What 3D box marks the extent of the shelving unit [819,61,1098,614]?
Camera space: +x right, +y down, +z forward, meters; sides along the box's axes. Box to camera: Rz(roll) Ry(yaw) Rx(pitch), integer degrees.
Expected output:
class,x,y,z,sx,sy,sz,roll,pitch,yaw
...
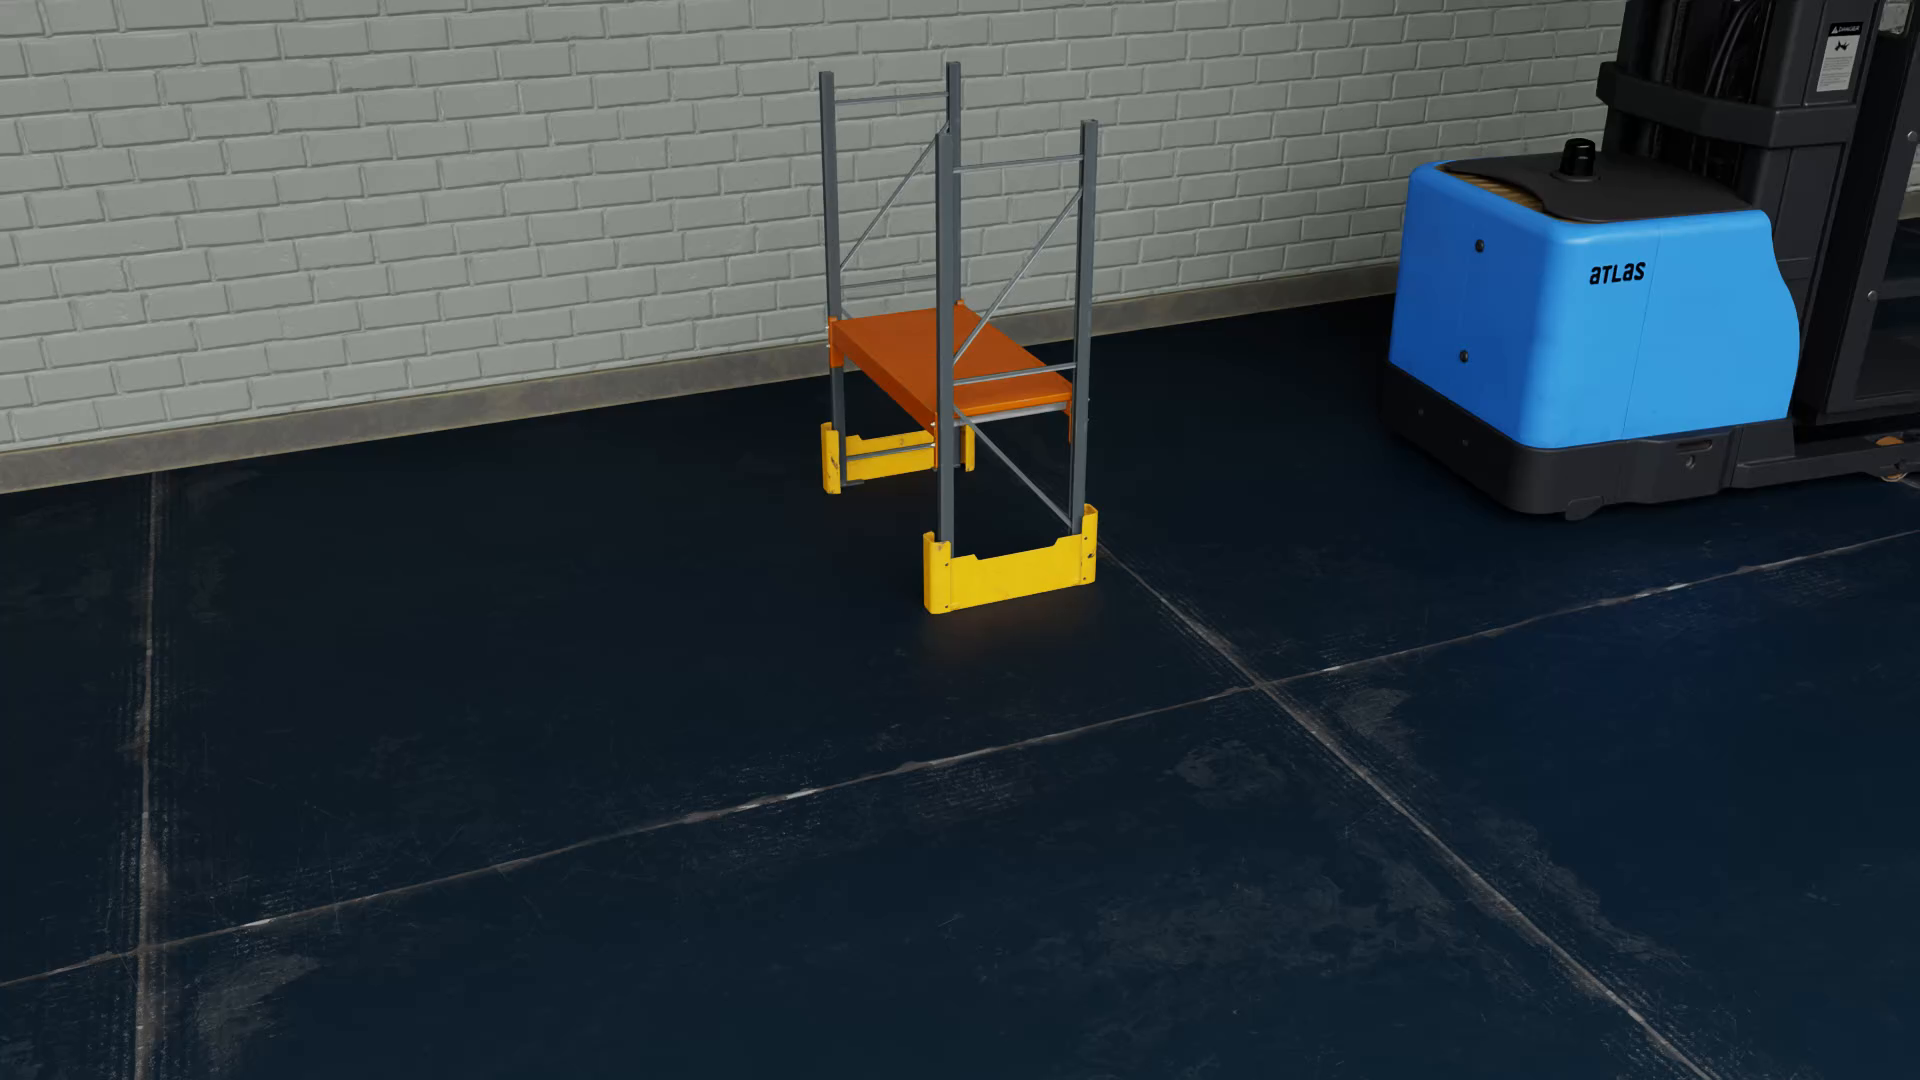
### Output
class,x,y,z,sx,sy,sz,roll,pitch,yaw
shelving unit,-0.030,-0.705,5.484,0.587,1.500,1.083,-11,28,-21

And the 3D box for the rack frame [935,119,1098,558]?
class,x,y,z,sx,sy,sz,roll,pitch,yaw
rack frame,0.166,-0.503,5.071,0.500,1.500,0.032,-11,28,-21

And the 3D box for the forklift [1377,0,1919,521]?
class,x,y,z,sx,sy,sz,roll,pitch,yaw
forklift,3.228,-1.745,5.983,3.031,2.935,1.130,-8,27,-15

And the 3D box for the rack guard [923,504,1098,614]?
class,x,y,z,sx,sy,sz,roll,pitch,yaw
rack guard,0.165,0.058,5.346,0.587,0.250,0.087,-11,28,-21

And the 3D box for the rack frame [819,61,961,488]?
class,x,y,z,sx,sy,sz,roll,pitch,yaw
rack frame,-0.232,-0.914,5.912,0.500,1.500,0.032,-11,28,-21

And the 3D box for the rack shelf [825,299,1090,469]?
class,x,y,z,sx,sy,sz,roll,pitch,yaw
rack shelf,-0.033,-0.547,5.570,0.538,0.185,1.000,-11,28,-21

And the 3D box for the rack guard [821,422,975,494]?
class,x,y,z,sx,sy,sz,roll,pitch,yaw
rack guard,-0.225,-0.344,6.170,0.587,0.250,0.087,-11,28,-21
